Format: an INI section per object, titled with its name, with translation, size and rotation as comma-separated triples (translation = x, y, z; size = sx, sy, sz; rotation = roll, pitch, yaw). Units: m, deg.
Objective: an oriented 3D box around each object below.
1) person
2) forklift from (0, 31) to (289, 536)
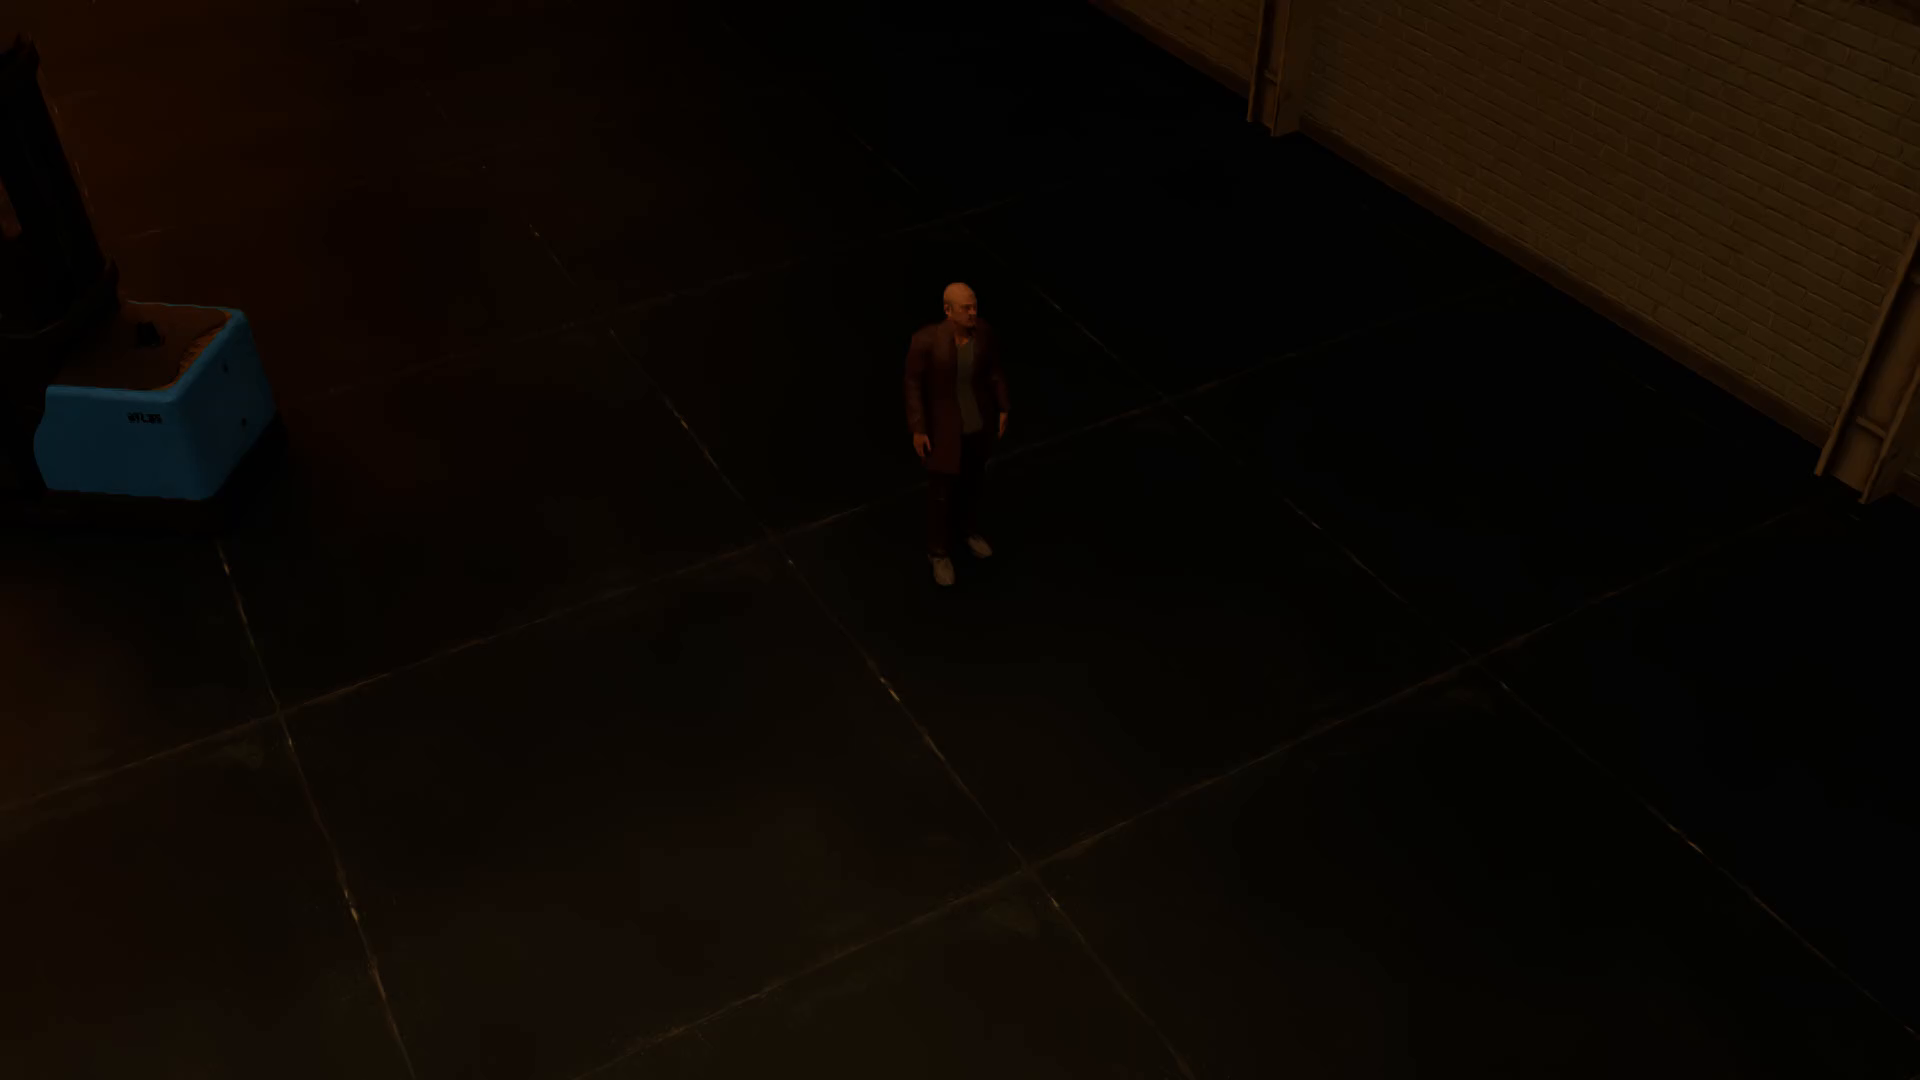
[person]
translation = 0.042, -0.638, 9.697
size = 0.694, 1.776, 0.580
rotation = -20, 44, -23
[forklift]
translation = -6.000, -1.560, 9.917
size = 3.031, 2.935, 1.130
rotation = 4, 40, 5
